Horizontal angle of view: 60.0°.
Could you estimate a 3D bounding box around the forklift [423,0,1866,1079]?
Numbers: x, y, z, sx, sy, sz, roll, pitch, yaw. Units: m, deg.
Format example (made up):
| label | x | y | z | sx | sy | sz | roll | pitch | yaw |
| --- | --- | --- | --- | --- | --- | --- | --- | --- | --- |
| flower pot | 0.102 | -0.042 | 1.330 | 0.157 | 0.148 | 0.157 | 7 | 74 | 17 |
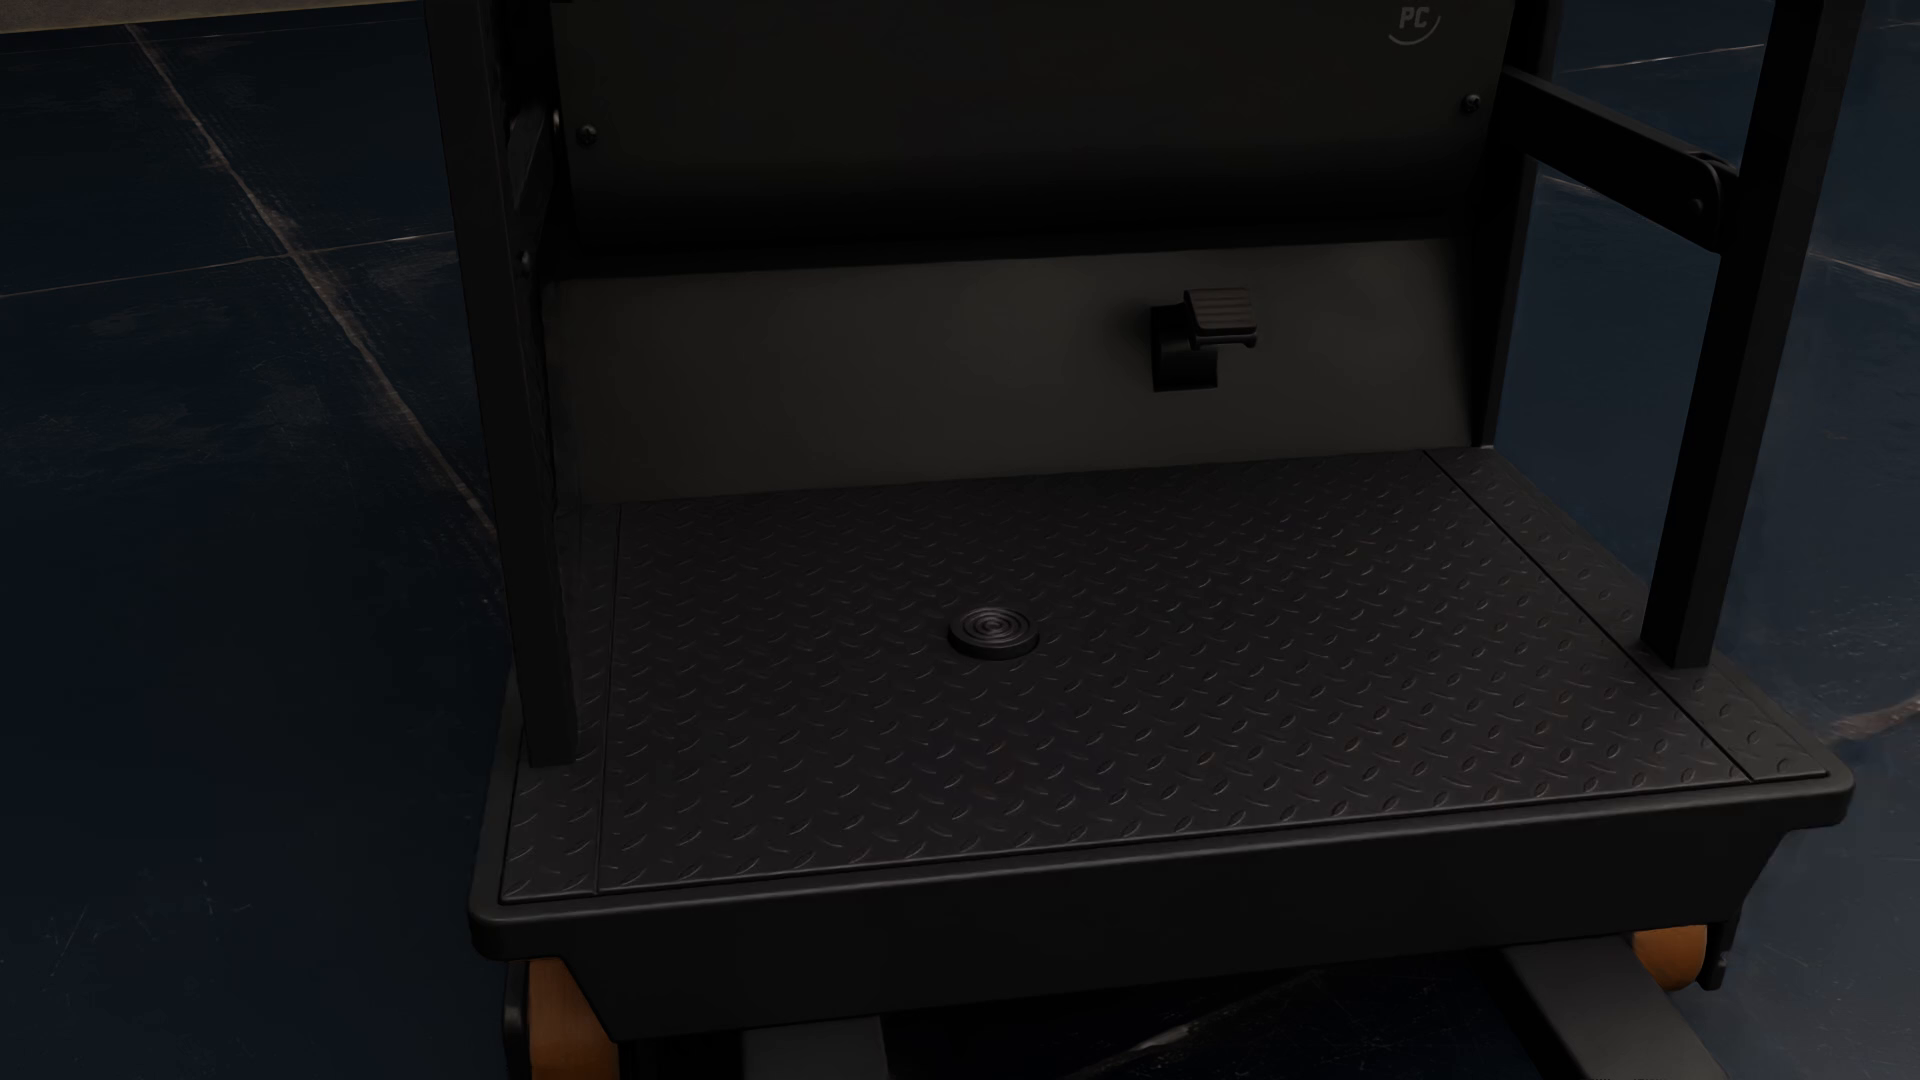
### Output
| label | x | y | z | sx | sy | sz | roll | pitch | yaw |
| --- | --- | --- | --- | --- | --- | --- | --- | --- | --- |
| forklift | 0.114 | -0.967 | 1.167 | 1.130 | 2.935 | 3.031 | -4 | 27 | -8 |
